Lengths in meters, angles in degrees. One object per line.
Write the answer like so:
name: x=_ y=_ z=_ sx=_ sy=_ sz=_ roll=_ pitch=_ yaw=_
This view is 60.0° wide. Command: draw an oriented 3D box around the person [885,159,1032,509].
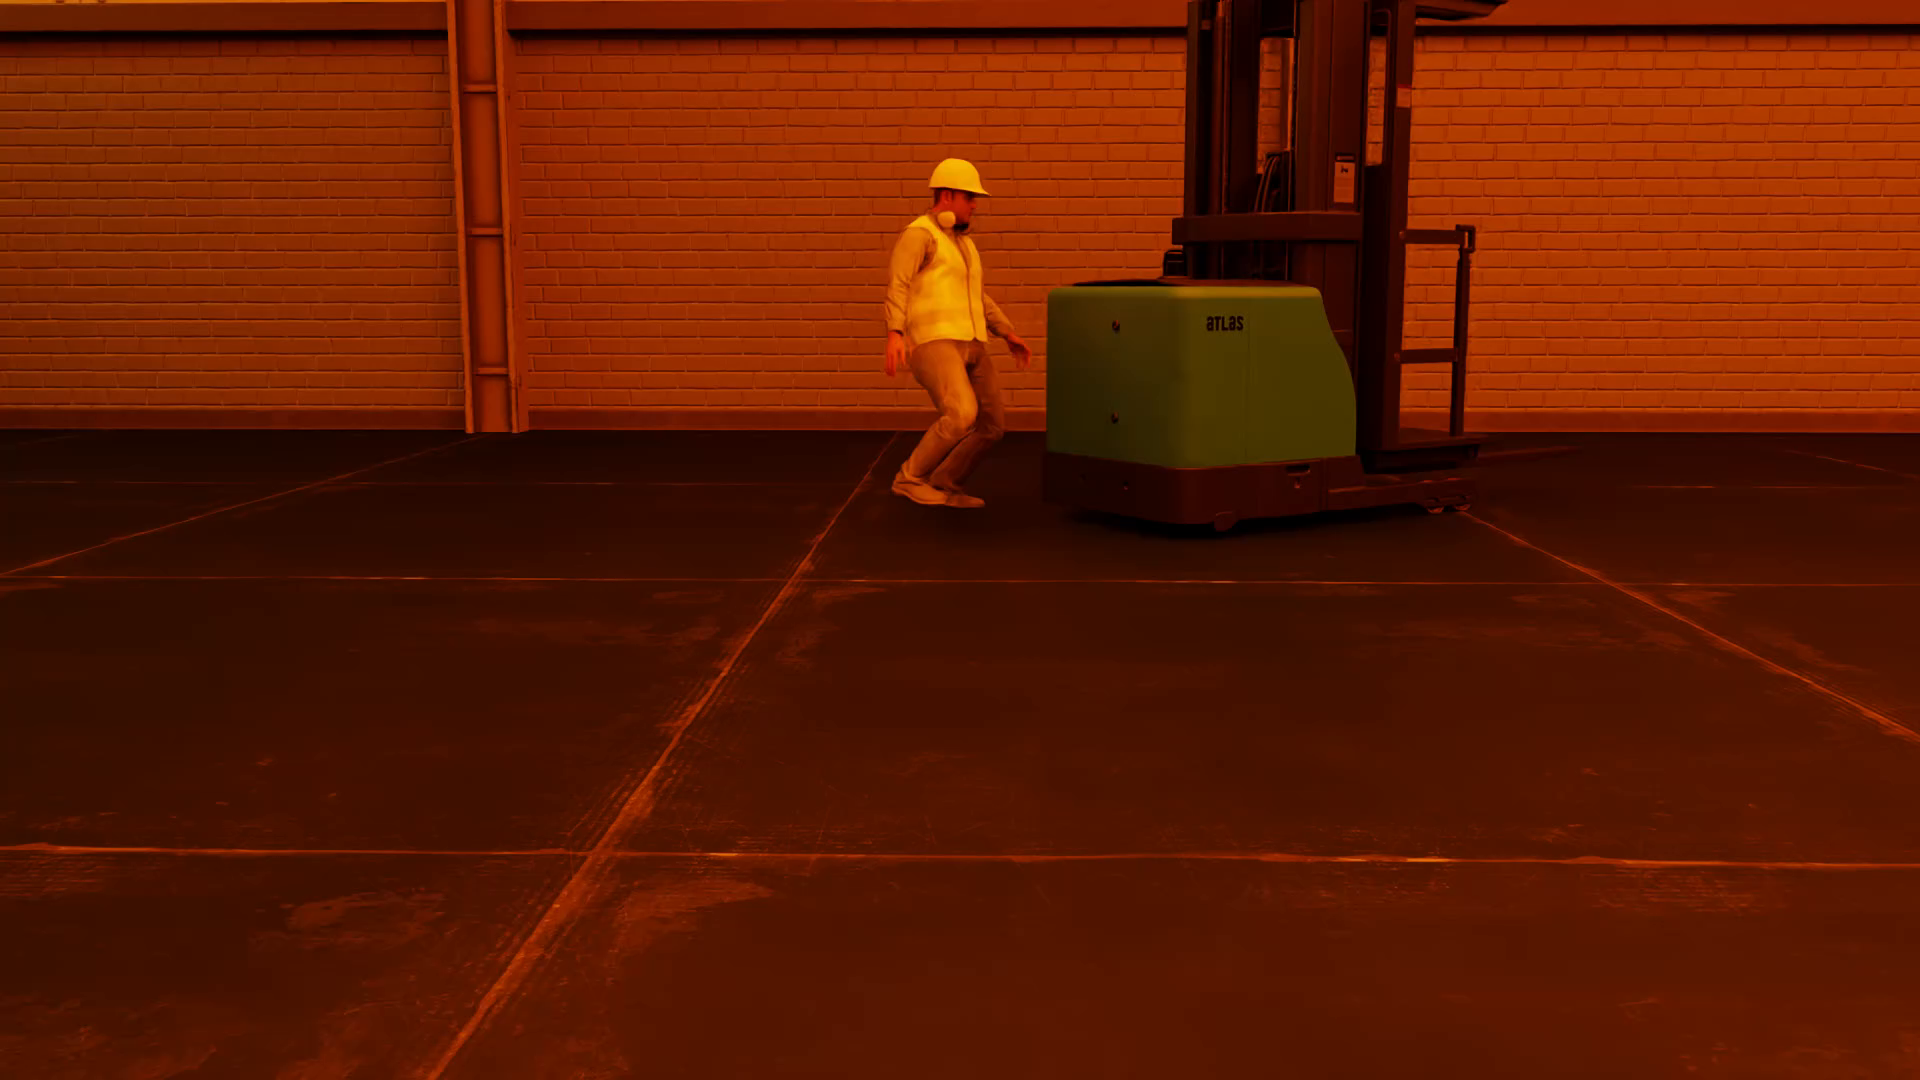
person: x=-0.029 y=-0.925 z=7.737 sx=0.594 sy=1.671 sz=0.916 roll=6 pitch=11 yaw=34

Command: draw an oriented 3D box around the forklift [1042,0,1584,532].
forklift: x=1.892 y=-1.631 z=8.097 sx=3.031 sy=2.935 sz=1.130 roll=-6 pitch=10 yaw=-34
